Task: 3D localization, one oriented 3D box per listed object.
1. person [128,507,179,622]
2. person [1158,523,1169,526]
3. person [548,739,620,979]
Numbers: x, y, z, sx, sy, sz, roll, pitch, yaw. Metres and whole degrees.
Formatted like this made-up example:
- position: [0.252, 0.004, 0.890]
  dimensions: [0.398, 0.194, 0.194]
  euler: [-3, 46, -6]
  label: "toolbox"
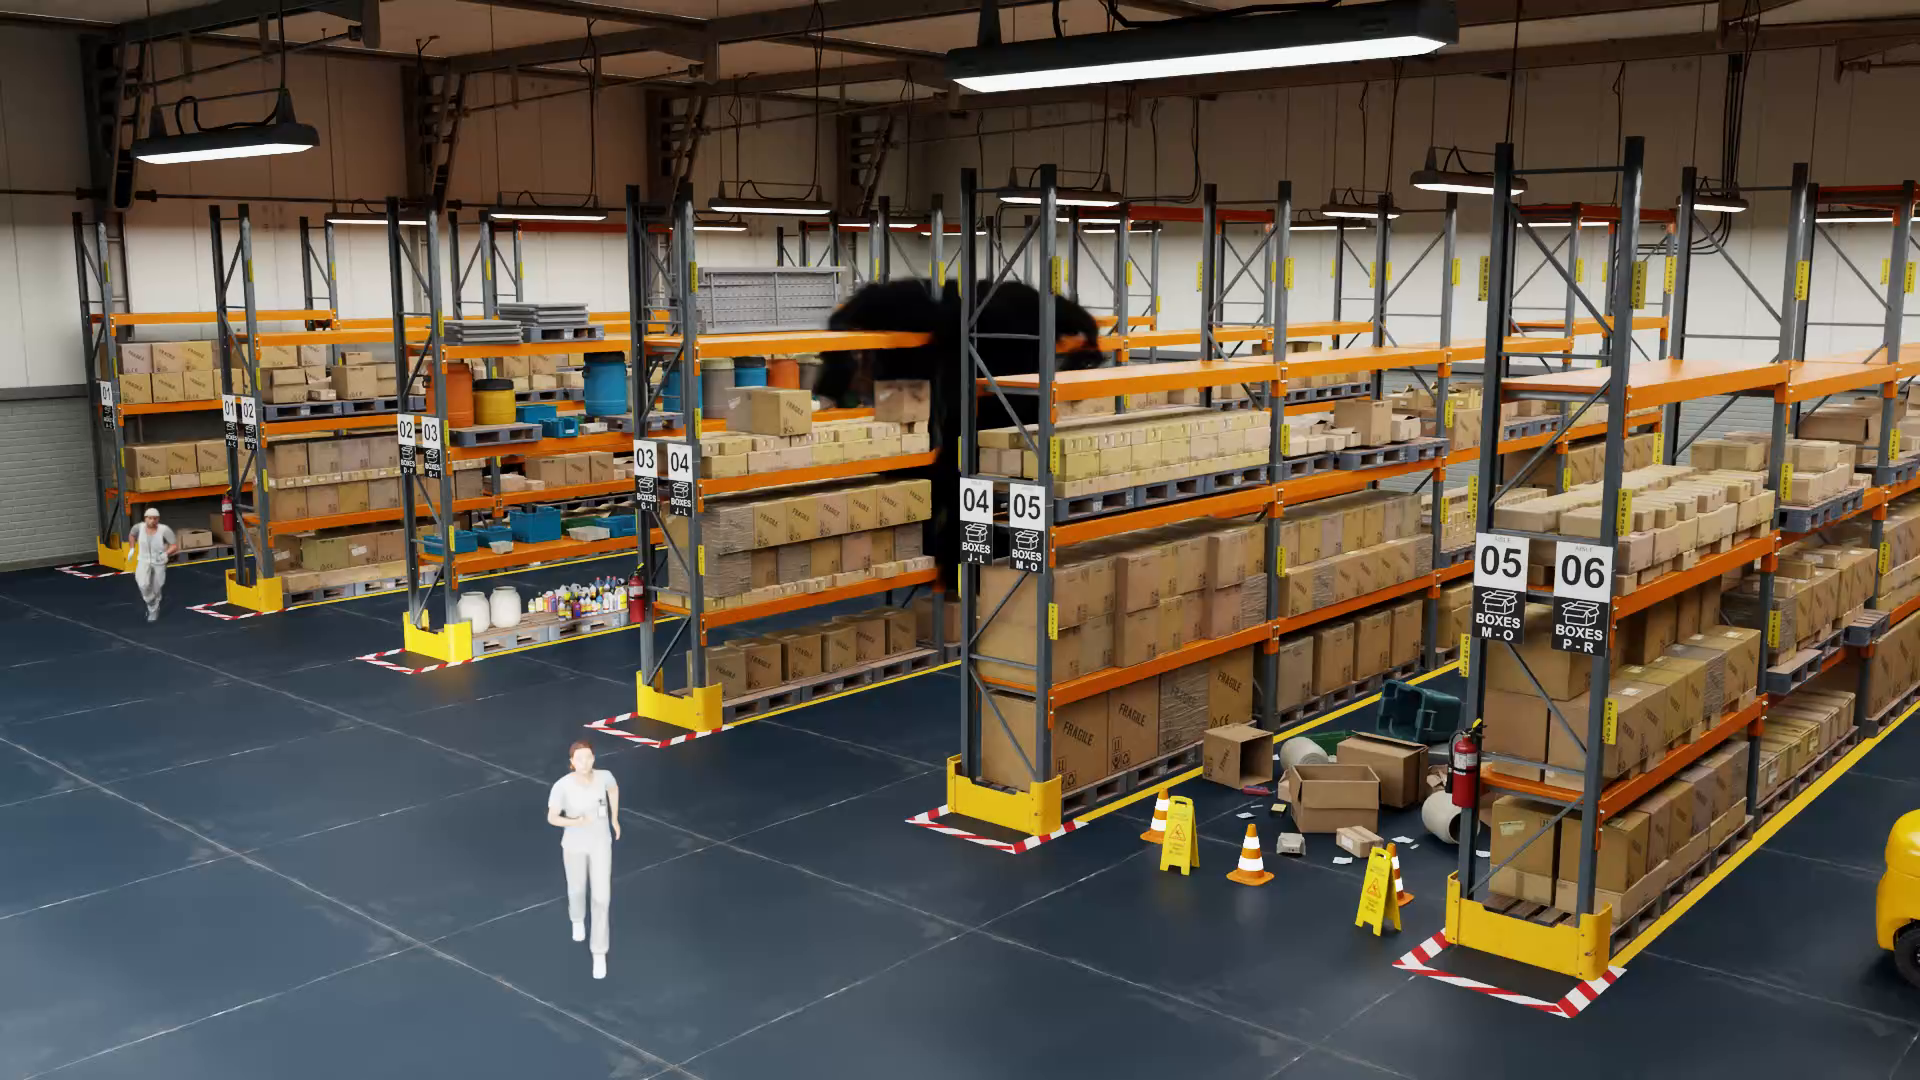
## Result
- position: [-11.740, 0.352, 24.241]
  dimensions: [0.697, 1.726, 0.838]
  euler: [-3, 10, -18]
  label: "person"
- position: [3.104, 0.290, 23.032]
  dimensions: [0.737, 1.693, 0.942]
  euler: [7, 12, 36]
  label: "person"
- position: [-2.784, 2.291, 12.366]
  dimensions: [0.543, 1.697, 0.909]
  euler: [-3, 10, -18]
  label: "person"
